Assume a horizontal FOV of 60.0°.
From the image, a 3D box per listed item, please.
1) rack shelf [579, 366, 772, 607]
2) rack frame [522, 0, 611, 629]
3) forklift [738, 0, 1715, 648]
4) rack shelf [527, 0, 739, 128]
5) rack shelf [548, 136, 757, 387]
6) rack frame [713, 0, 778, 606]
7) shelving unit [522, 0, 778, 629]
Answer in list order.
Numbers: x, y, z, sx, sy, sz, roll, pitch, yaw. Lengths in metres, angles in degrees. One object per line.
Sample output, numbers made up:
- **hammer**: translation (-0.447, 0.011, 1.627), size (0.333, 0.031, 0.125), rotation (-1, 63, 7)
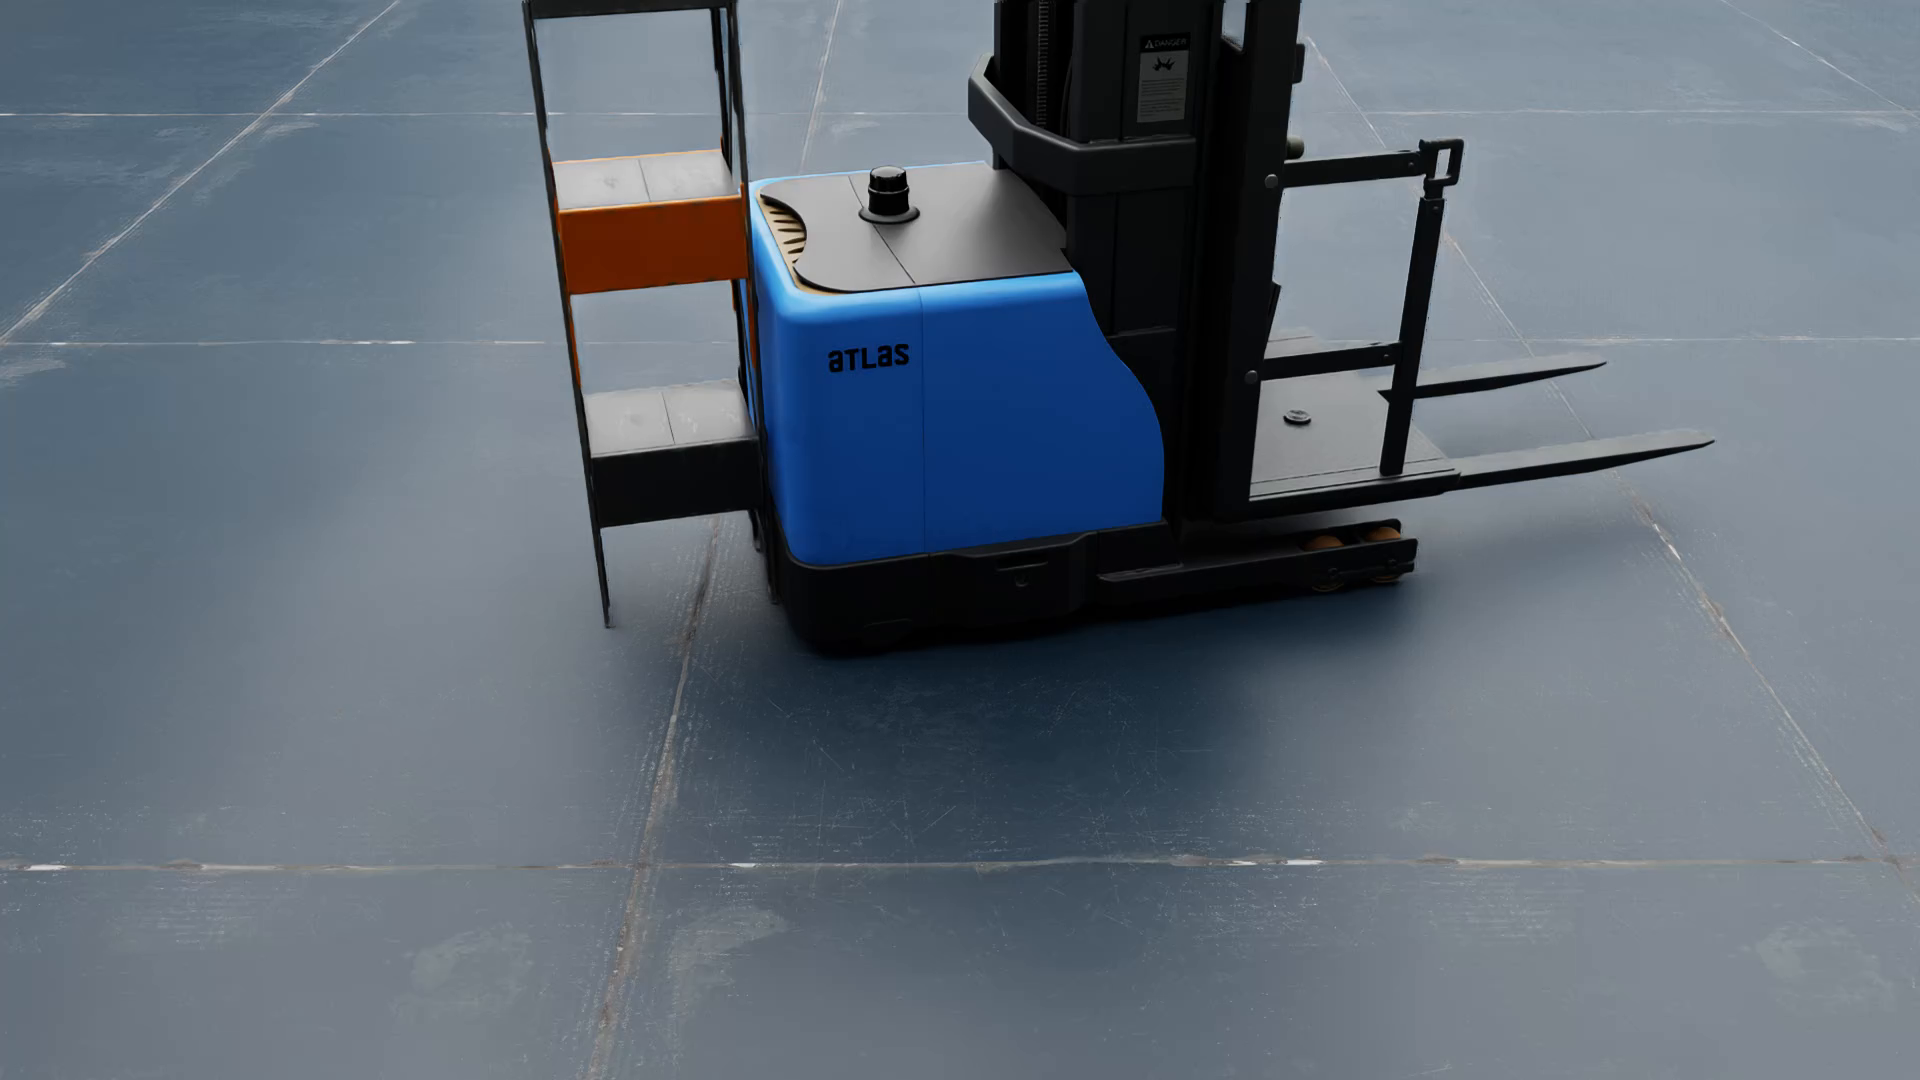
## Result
- **rack shelf**: translation (-0.835, -0.163, 4.870), size (0.480, 0.518, 0.431), rotation (-8, 32, -12)
- **rack frame**: translation (-1.071, -0.742, 4.448), size (0.015, 2.100, 0.400), rotation (-8, 32, -12)
- **forklift**: translation (0.884, -1.355, 4.658), size (3.031, 2.935, 1.130), rotation (-8, 32, -12)
- **rack shelf**: translation (-0.835, -1.360, 4.144), size (0.480, 0.518, 0.431), rotation (-8, 32, -12)
- **rack shelf**: translation (-0.835, -0.762, 4.507), size (0.480, 0.518, 0.431), rotation (-8, 32, -12)
- **rack frame**: translation (-0.599, -0.805, 4.552), size (0.015, 2.100, 0.400), rotation (-8, 32, -12)
- **shelving unit**: translation (-0.835, -0.773, 4.500), size (0.503, 2.100, 0.431), rotation (-8, 32, -12)
